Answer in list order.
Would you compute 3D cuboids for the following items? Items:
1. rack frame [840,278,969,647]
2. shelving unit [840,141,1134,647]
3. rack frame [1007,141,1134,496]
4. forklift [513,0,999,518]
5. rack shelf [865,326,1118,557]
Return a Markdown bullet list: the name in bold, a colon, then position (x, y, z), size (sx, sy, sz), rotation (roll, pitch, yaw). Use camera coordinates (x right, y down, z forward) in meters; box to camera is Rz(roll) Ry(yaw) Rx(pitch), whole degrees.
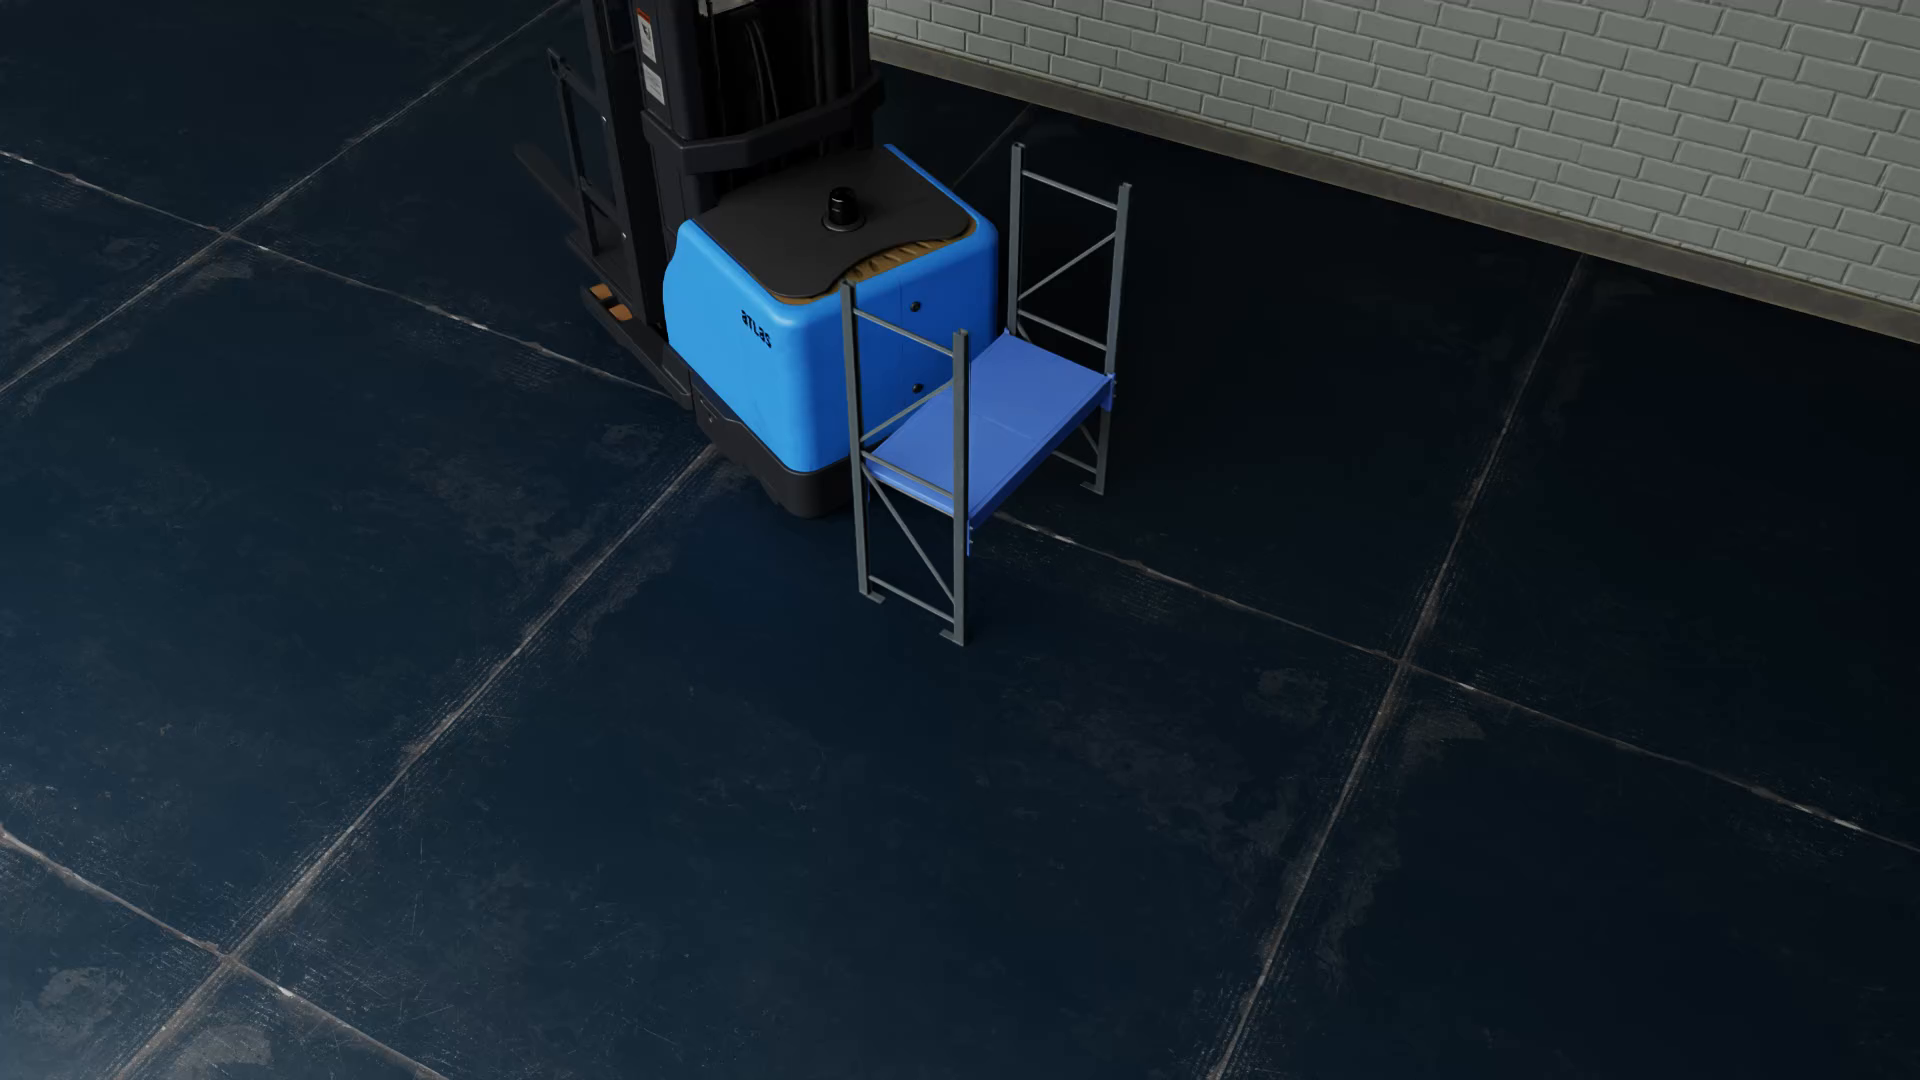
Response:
- **rack frame**: position (-0.183, -0.229, 5.922), size (0.500, 1.500, 0.032), rotation (27, 51, 24)
- **shelving unit**: position (0.109, -0.525, 6.214), size (0.538, 1.500, 1.048), rotation (27, 51, 24)
- **rack frame**: position (0.402, -0.820, 6.506), size (0.500, 1.500, 0.032), rotation (27, 51, 24)
- **forklift**: position (-1.101, -2.129, 6.794), size (1.130, 2.935, 3.031), rotation (-27, 51, -24)
- **rack shelf**: position (0.109, -0.398, 6.342), size (0.538, 0.185, 1.000), rotation (27, 51, 24)
